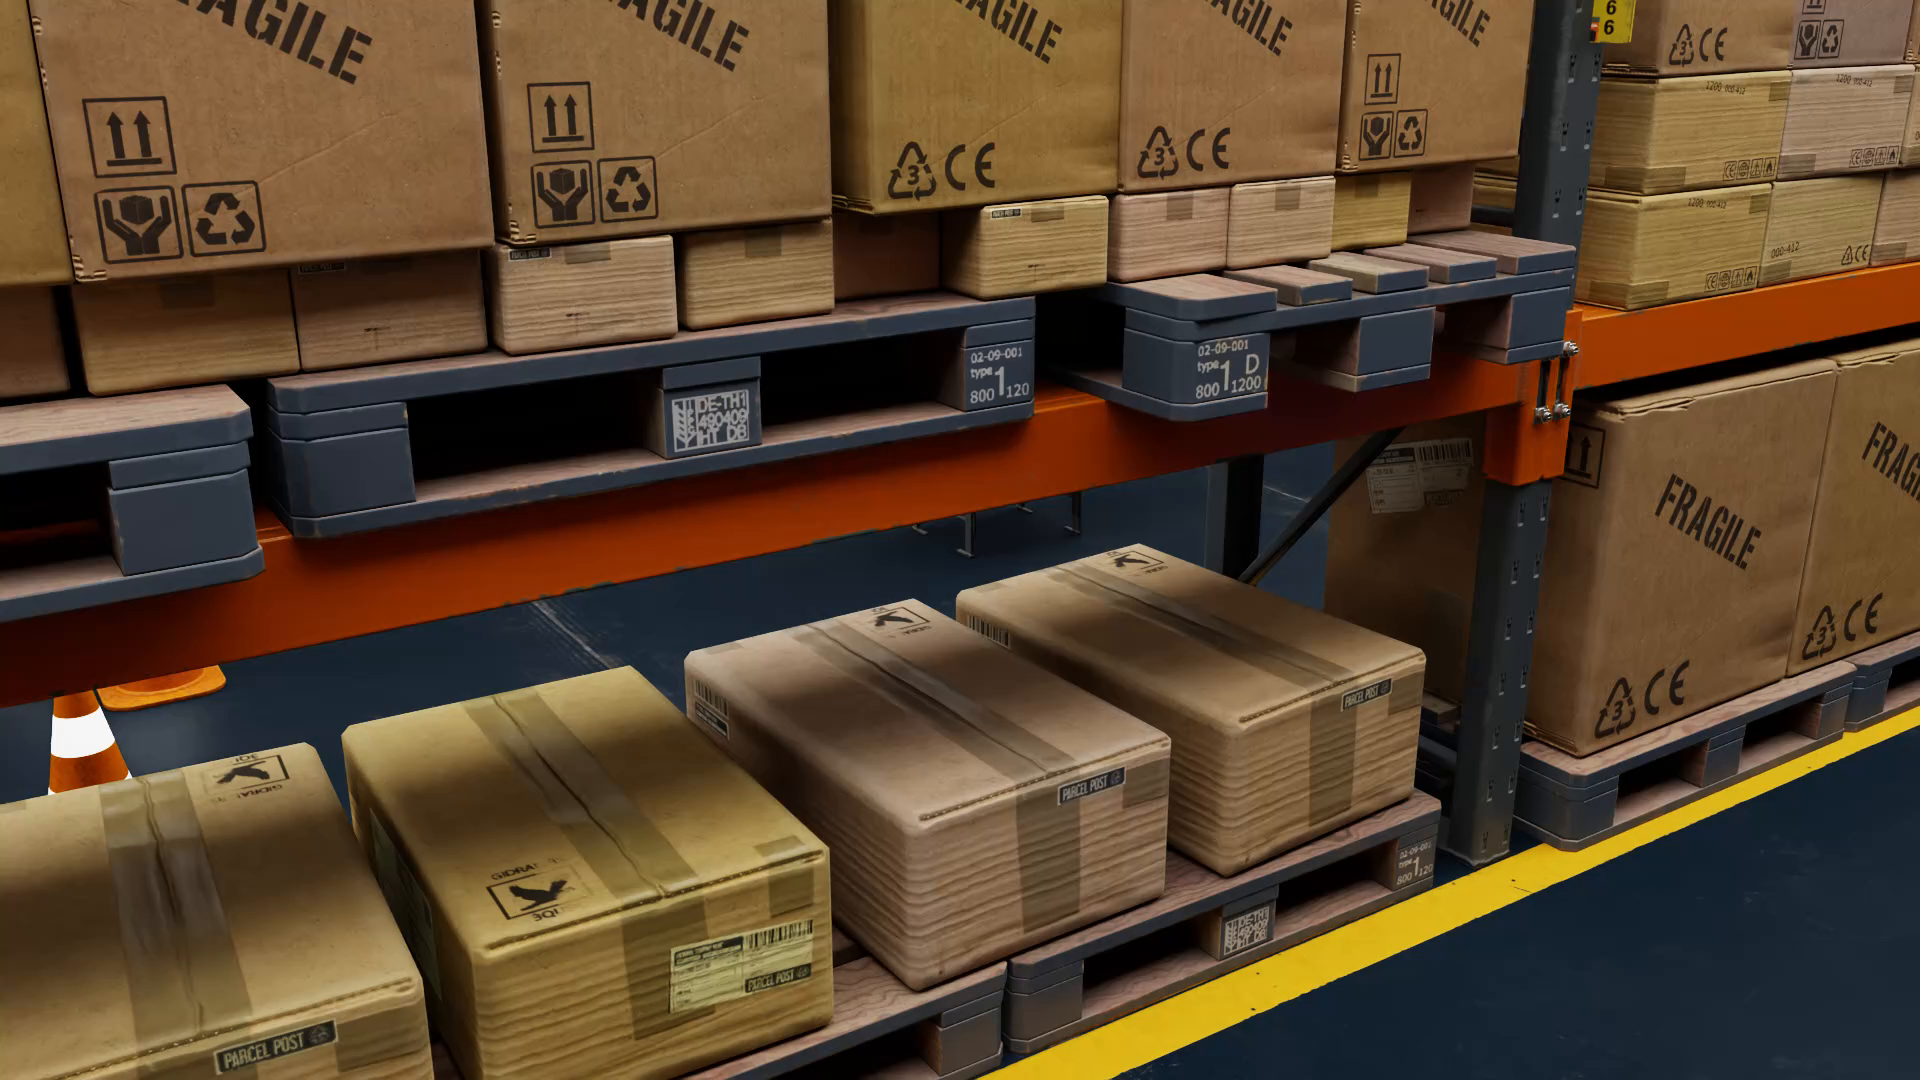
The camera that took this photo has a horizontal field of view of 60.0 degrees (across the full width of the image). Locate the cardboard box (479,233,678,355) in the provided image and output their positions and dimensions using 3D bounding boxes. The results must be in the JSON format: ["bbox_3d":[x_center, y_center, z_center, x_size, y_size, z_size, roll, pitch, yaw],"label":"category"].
[{"bbox_3d":[-0.608,-0.394,2.463,0.250,0.149,0.380,-11,22,-29],"label":"cardboard box"}]

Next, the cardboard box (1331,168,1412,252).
[{"bbox_3d":[0.665,-0.676,3.298,0.250,0.149,0.380,-12,22,-31],"label":"cardboard box"}]

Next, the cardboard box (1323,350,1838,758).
[{"bbox_3d":[1.616,-0.075,4.446,0.875,0.875,0.875,-12,22,-32],"label":"cardboard box"}]

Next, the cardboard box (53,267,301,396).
[{"bbox_3d":[-1.066,-0.318,2.238,0.250,0.149,0.380,-12,22,-31],"label":"cardboard box"}]

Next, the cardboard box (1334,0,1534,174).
[{"bbox_3d":[0.766,-1.016,3.291,0.500,0.500,0.500,-13,22,-33],"label":"cardboard box"}]

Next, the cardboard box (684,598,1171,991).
[{"bbox_3d":[-0.096,0.491,3.555,0.625,0.372,0.950,-12,22,-32],"label":"cardboard box"}]

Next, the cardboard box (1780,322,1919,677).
[{"bbox_3d":[2.363,-0.231,4.907,0.875,0.875,0.875,-12,22,-31],"label":"cardboard box"}]

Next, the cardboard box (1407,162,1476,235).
[{"bbox_3d":[0.849,-0.743,3.495,0.250,0.149,0.380,-11,22,-29],"label":"cardboard box"}]

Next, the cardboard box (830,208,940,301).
[{"bbox_3d":[-0.237,-0.515,2.821,0.250,0.149,0.380,-12,22,-31],"label":"cardboard box"}]

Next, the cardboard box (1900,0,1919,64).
[{"bbox_3d":[2.389,-1.503,4.290,0.500,0.500,0.500,-11,22,-30],"label":"cardboard box"}]

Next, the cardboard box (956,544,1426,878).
[{"bbox_3d":[0.516,0.359,3.946,0.625,0.372,0.950,-14,23,-35],"label":"cardboard box"}]

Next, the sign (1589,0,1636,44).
[{"bbox_3d":[1.300,-1.151,3.282,0.005,0.325,0.100,-12,22,-31],"label":"sign"}]

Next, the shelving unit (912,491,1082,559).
[{"bbox_3d":[0.138,-1.024,5.995,0.503,2.100,0.431,-12,22,-31],"label":"shelving unit"}]

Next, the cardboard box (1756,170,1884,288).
[{"bbox_3d":[1.959,-0.827,4.240,0.500,0.250,0.500,-13,22,-33],"label":"cardboard box"}]

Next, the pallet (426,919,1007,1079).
[{"bbox_3d":[-0.678,0.888,3.288,1.213,0.211,1.003,-12,22,-31],"label":"pallet"}]

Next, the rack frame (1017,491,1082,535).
[{"bbox_3d":[0.342,-1.067,6.122,0.015,2.100,0.400,-12,22,-31],"label":"rack frame"}]

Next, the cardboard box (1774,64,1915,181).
[{"bbox_3d":[1.984,-1.063,4.160,0.500,0.250,0.500,-11,22,-30],"label":"cardboard box"}]

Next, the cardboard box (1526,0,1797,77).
[{"bbox_3d":[1.540,-1.326,3.766,0.500,0.500,0.500,-13,22,-33],"label":"cardboard box"}]

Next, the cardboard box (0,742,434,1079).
[{"bbox_3d":[-1.312,0.746,2.801,0.625,0.372,0.950,-10,21,-28],"label":"cardboard box"}]

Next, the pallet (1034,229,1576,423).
[{"bbox_3d":[0.457,-0.539,3.454,1.003,0.211,1.213,-12,22,-31],"label":"pallet"}]

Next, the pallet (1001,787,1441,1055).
[{"bbox_3d":[0.340,0.675,3.919,1.213,0.211,1.003,-12,22,-31],"label":"pallet"}]

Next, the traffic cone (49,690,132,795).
[{"bbox_3d":[-2.082,0.530,3.955,0.334,0.463,0.336,-12,22,-31],"label":"traffic cone"}]

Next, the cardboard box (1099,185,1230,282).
[{"bbox_3d":[0.264,-0.578,3.006,0.250,0.149,0.380,-13,23,-34],"label":"cardboard box"}]

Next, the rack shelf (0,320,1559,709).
[{"bbox_3d":[-0.677,-0.090,2.952,4.000,0.370,1.077,-12,22,-31],"label":"rack shelf"}]

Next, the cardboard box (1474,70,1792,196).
[{"bbox_3d":[1.552,-0.973,3.891,0.500,0.250,0.500,-12,22,-32],"label":"cardboard box"}]

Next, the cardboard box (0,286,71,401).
[{"bbox_3d":[-1.304,-0.284,2.137,0.250,0.149,0.380,-10,21,-28],"label":"cardboard box"}]

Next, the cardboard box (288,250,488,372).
[{"bbox_3d":[-0.859,-0.361,2.365,0.250,0.149,0.380,-12,22,-31],"label":"cardboard box"}]

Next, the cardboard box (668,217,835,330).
[{"bbox_3d":[-0.402,-0.449,2.625,0.250,0.149,0.380,-13,22,-33],"label":"cardboard box"}]

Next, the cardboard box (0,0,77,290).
[{"bbox_3d":[-1.380,-0.560,1.943,0.500,0.500,0.500,-12,22,-31],"label":"cardboard box"}]

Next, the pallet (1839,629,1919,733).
[{"bbox_3d":[2.711,0.205,5.308,1.213,0.211,1.003,-12,22,-31],"label":"pallet"}]

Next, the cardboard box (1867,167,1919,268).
[{"bbox_3d":[2.401,-0.917,4.509,0.500,0.250,0.500,-11,22,-30],"label":"cardboard box"}]

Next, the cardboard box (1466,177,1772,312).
[{"bbox_3d":[1.540,-0.731,3.959,0.500,0.250,0.500,-12,22,-32],"label":"cardboard box"}]

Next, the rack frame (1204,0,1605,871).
[{"bbox_3d":[0.993,-0.784,3.879,0.127,3.000,1.000,-12,22,-31],"label":"rack frame"}]

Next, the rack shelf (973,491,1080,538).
[{"bbox_3d":[0.138,-0.348,6.223,0.480,0.518,0.431,-12,22,-31],"label":"rack shelf"}]

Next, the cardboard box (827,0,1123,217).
[{"bbox_3d":[-0.080,-0.833,2.749,0.500,0.500,0.500,-14,23,-35],"label":"cardboard box"}]

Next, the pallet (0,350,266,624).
[{"bbox_3d":[-1.629,-0.084,2.109,1.213,0.211,1.003,-12,22,-31],"label":"pallet"}]

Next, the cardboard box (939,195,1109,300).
[{"bbox_3d":[0.042,-0.525,2.852,0.250,0.149,0.380,-11,22,-30],"label":"cardboard box"}]

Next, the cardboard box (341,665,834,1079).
[{"bbox_3d":[-0.733,0.623,3.165,0.625,0.372,0.950,-11,22,-30],"label":"cardboard box"}]

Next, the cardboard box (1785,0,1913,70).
[{"bbox_3d":[1.949,-1.416,4.032,0.500,0.500,0.500,-12,22,-31],"label":"cardboard box"}]

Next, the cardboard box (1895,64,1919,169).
[{"bbox_3d":[2.408,-1.148,4.410,0.500,0.250,0.500,-12,22,-32],"label":"cardboard box"}]

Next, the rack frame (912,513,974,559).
[{"bbox_3d":[-0.066,-0.981,5.868,0.015,2.100,0.400,-12,22,-31],"label":"rack frame"}]

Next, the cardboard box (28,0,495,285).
[{"bbox_3d":[-0.960,-0.644,2.189,0.500,0.500,0.500,-12,22,-32],"label":"cardboard box"}]

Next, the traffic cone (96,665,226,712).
[{"bbox_3d":[-2.390,0.211,4.897,0.334,0.463,0.336,-12,22,-31],"label":"traffic cone"}]

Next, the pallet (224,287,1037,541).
[{"bbox_3d":[-0.638,-0.333,2.846,1.213,0.211,1.003,-12,22,-31],"label":"pallet"}]

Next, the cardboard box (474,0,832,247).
[{"bbox_3d":[-0.537,-0.737,2.466,0.500,0.500,0.500,-13,23,-34],"label":"cardboard box"}]

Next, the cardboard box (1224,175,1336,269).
[{"bbox_3d":[0.479,-0.620,3.131,0.250,0.149,0.380,-12,22,-32],"label":"cardboard box"}]

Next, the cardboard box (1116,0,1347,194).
[{"bbox_3d":[0.341,-0.922,3.013,0.500,0.500,0.500,-12,22,-32],"label":"cardboard box"}]

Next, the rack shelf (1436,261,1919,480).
[{"bbox_3d":[2.664,-0.795,5.036,4.000,0.370,1.077,-12,22,-31],"label":"rack shelf"}]

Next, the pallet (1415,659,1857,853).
[{"bbox_3d":[1.693,0.419,4.677,1.213,0.211,1.003,-12,22,-31],"label":"pallet"}]
